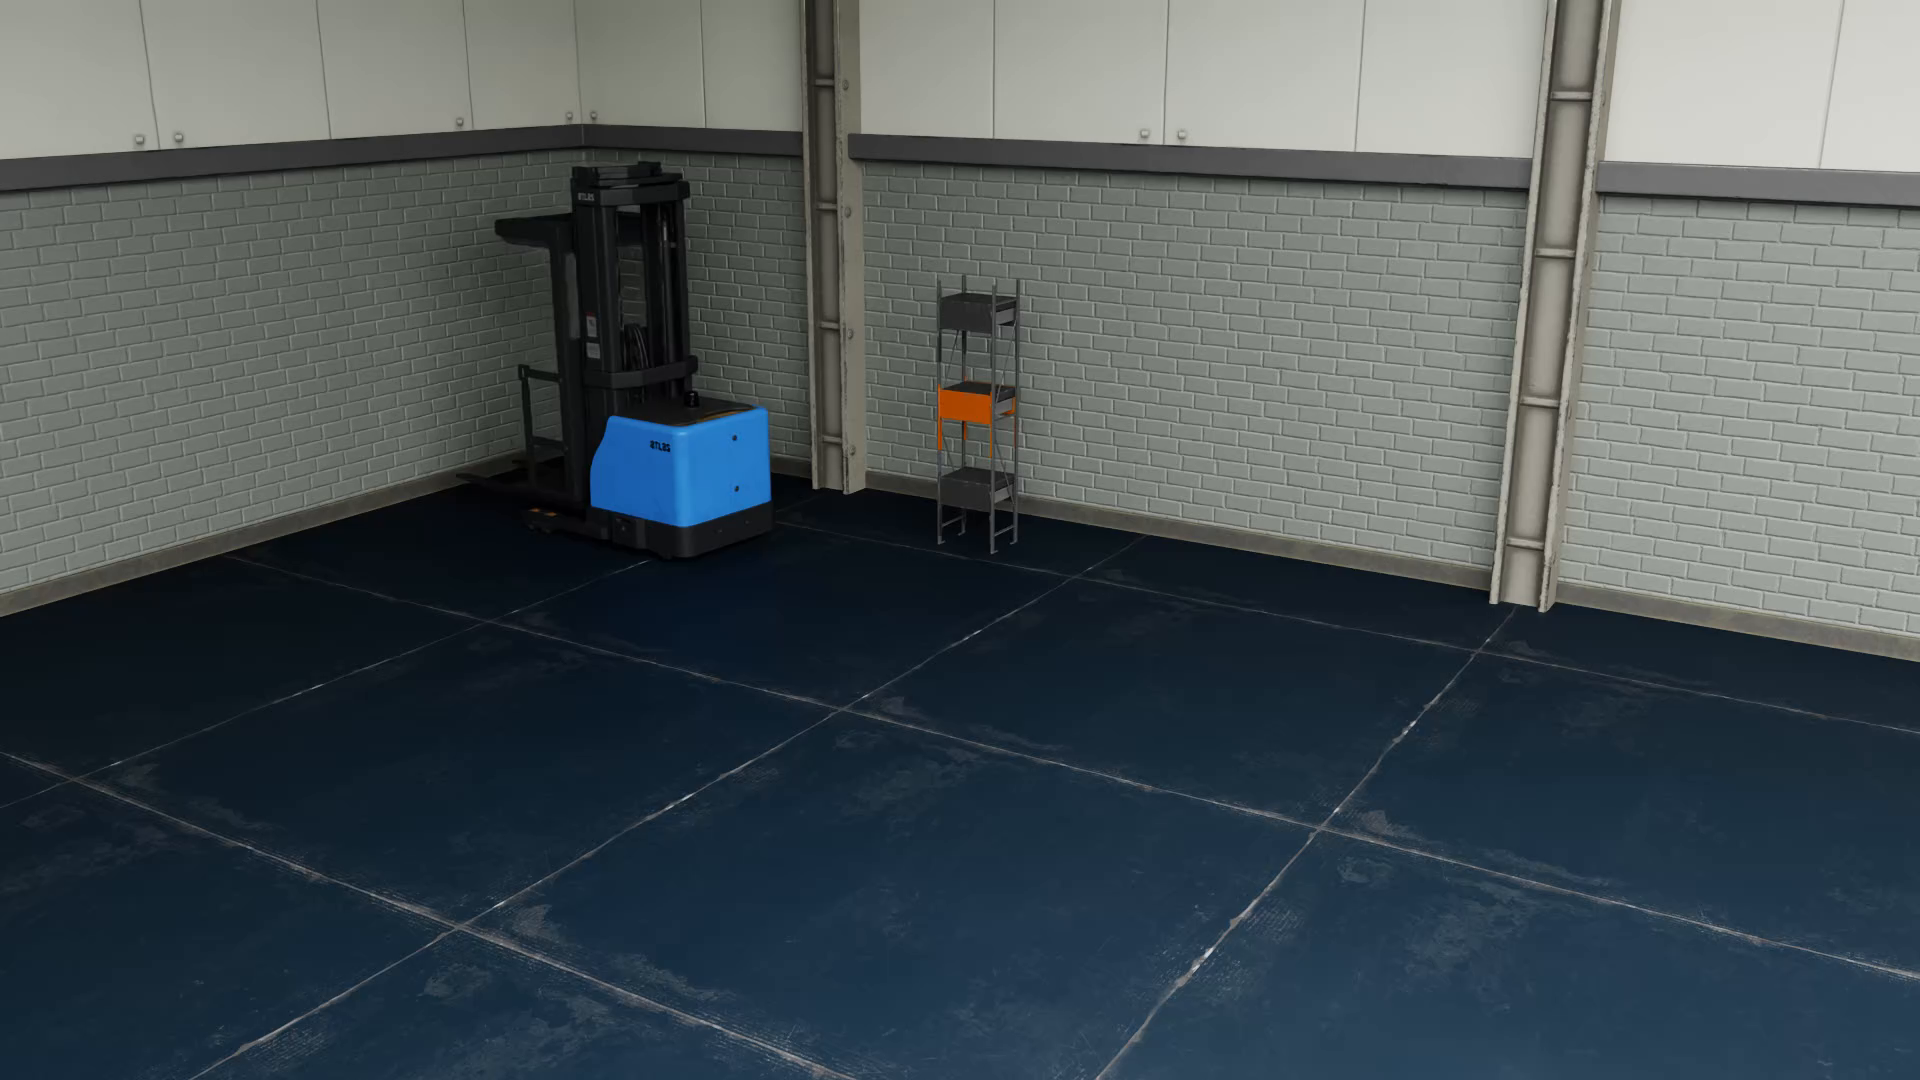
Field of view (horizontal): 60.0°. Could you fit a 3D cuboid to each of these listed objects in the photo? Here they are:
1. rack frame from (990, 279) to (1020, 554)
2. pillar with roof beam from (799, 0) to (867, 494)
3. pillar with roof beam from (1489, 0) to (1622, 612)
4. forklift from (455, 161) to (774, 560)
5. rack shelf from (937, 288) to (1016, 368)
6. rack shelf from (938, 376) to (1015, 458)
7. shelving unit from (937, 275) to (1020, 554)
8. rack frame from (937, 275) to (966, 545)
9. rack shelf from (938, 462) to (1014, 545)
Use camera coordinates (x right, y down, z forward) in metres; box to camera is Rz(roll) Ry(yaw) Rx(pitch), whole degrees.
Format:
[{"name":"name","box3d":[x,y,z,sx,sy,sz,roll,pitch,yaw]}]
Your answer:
[{"name":"rack frame","box3d":[0.349,-0.942,12.871,0.015,2.100,0.400,10,20,30]},{"name":"pillar with roof beam","box3d":[-3.333,-3.710,10.112,0.400,9.000,9.100,10,20,30]},{"name":"pillar with roof beam","box3d":[1.780,-2.797,7.107,0.400,9.000,9.100,10,20,30]},{"name":"forklift","box3d":[-2.987,-1.572,13.512,3.031,2.935,1.130,12,21,35]},{"name":"rack shelf","box3d":[0.141,-1.636,12.794,0.480,0.518,0.431,10,20,30]},{"name":"rack shelf","box3d":[0.141,-0.966,12.997,0.480,0.518,0.431,10,20,30]},{"name":"shelving unit","box3d":[0.141,-0.979,12.993,0.503,2.100,0.431,10,20,30]},{"name":"rack frame","box3d":[-0.067,-1.017,13.115,0.015,2.100,0.400,10,20,30]},{"name":"rack shelf","box3d":[0.141,-0.297,13.201,0.480,0.518,0.431,10,20,30]}]
